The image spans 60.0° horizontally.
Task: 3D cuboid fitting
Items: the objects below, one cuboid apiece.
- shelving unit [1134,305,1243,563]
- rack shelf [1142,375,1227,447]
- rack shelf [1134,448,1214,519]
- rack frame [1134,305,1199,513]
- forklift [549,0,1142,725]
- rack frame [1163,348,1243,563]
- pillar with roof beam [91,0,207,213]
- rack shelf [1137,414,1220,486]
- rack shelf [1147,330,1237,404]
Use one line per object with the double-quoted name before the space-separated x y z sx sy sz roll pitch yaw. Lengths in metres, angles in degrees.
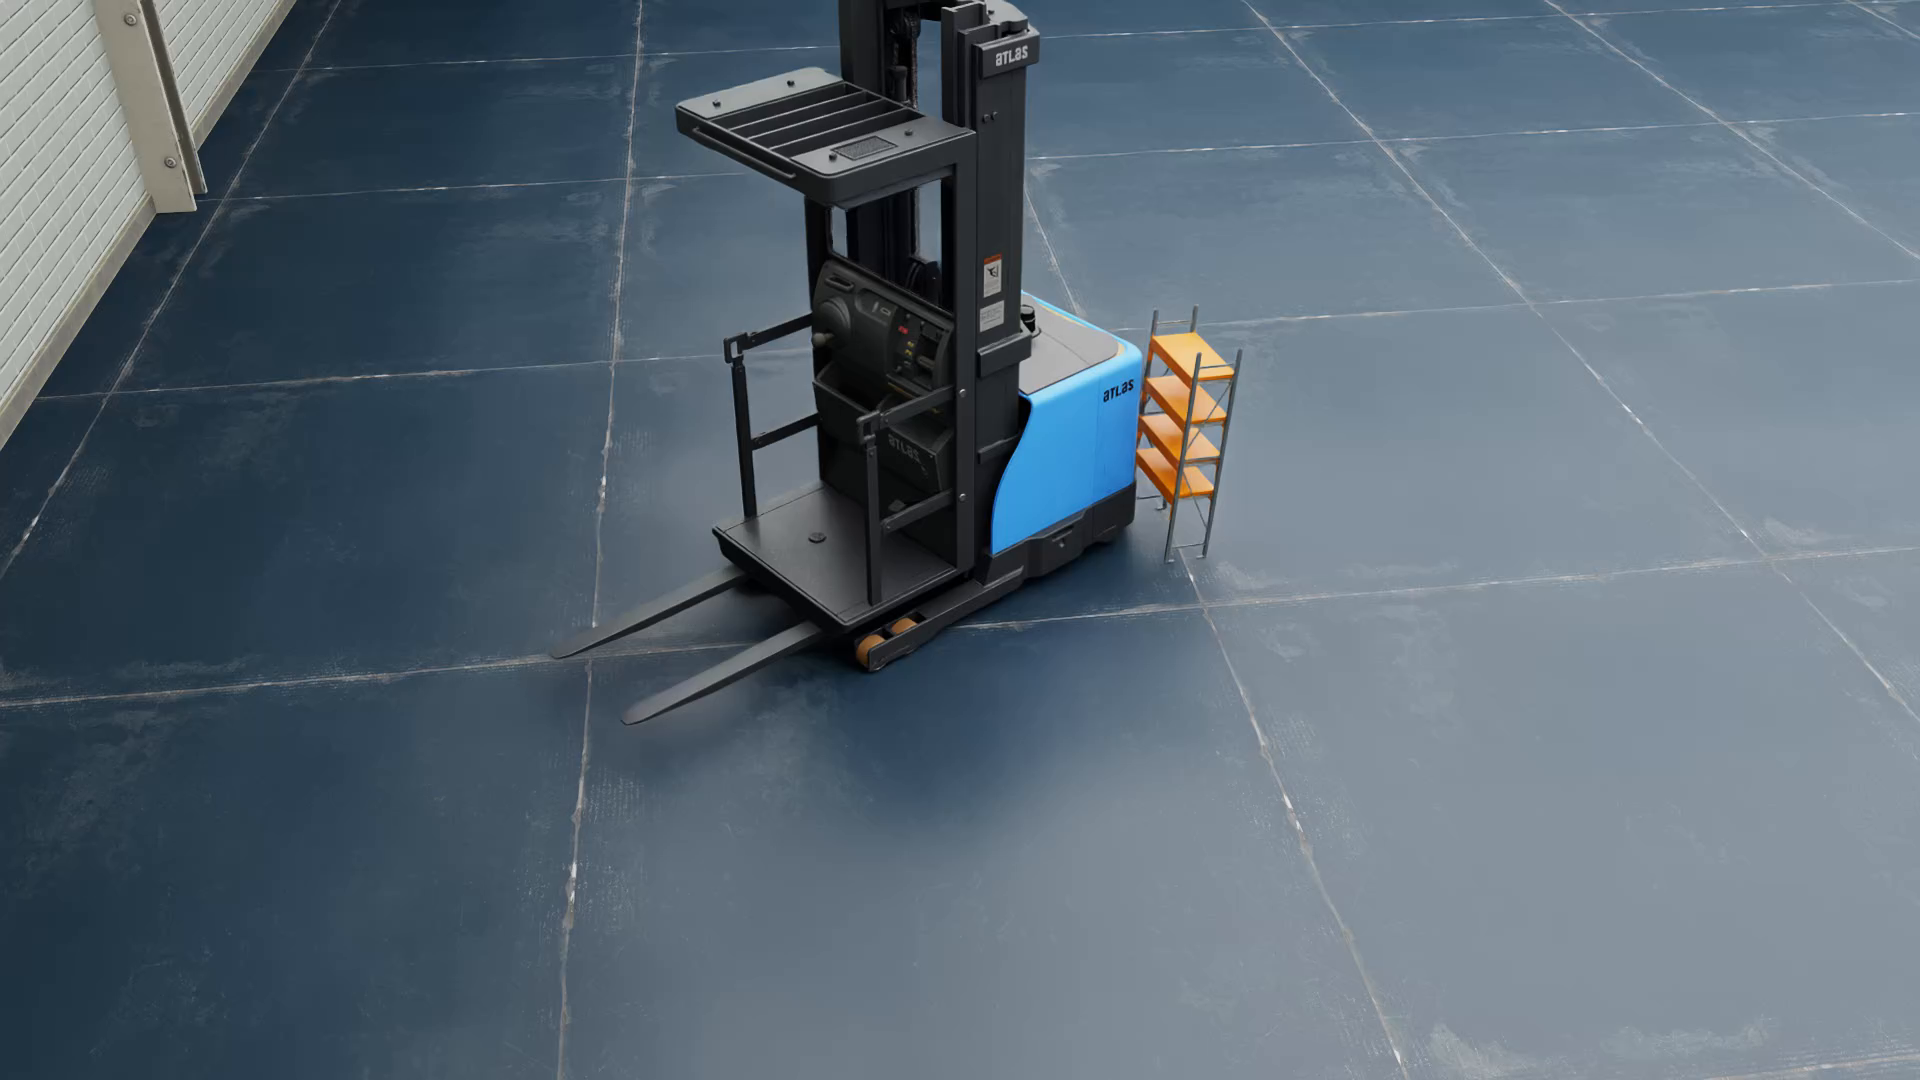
"shelving unit" 1.123 -0.532 8.450 0.258 1.200 0.503 -8 35 -18
"rack shelf" 1.133 -0.663 8.365 0.258 0.148 0.480 -8 35 -18
"rack shelf" 1.105 -0.309 8.594 0.258 0.148 0.480 -8 35 -18
"rack frame" 1.043 -0.662 8.640 0.240 1.200 0.015 -8 35 -18
"forklift" -0.521 -0.930 7.513 3.031 2.935 1.130 -26 42 -33
"rack frame" 1.202 -0.402 8.259 0.240 1.200 0.015 -8 35 -18
"pillar with roof beam" -1.585 -6.583 10.419 9.100 9.000 0.400 -4 35 -6
"rack shelf" 1.118 -0.475 8.486 0.258 0.148 0.480 -8 35 -18
"rack shelf" 1.149 -0.861 8.236 0.258 0.148 0.480 -8 35 -18
